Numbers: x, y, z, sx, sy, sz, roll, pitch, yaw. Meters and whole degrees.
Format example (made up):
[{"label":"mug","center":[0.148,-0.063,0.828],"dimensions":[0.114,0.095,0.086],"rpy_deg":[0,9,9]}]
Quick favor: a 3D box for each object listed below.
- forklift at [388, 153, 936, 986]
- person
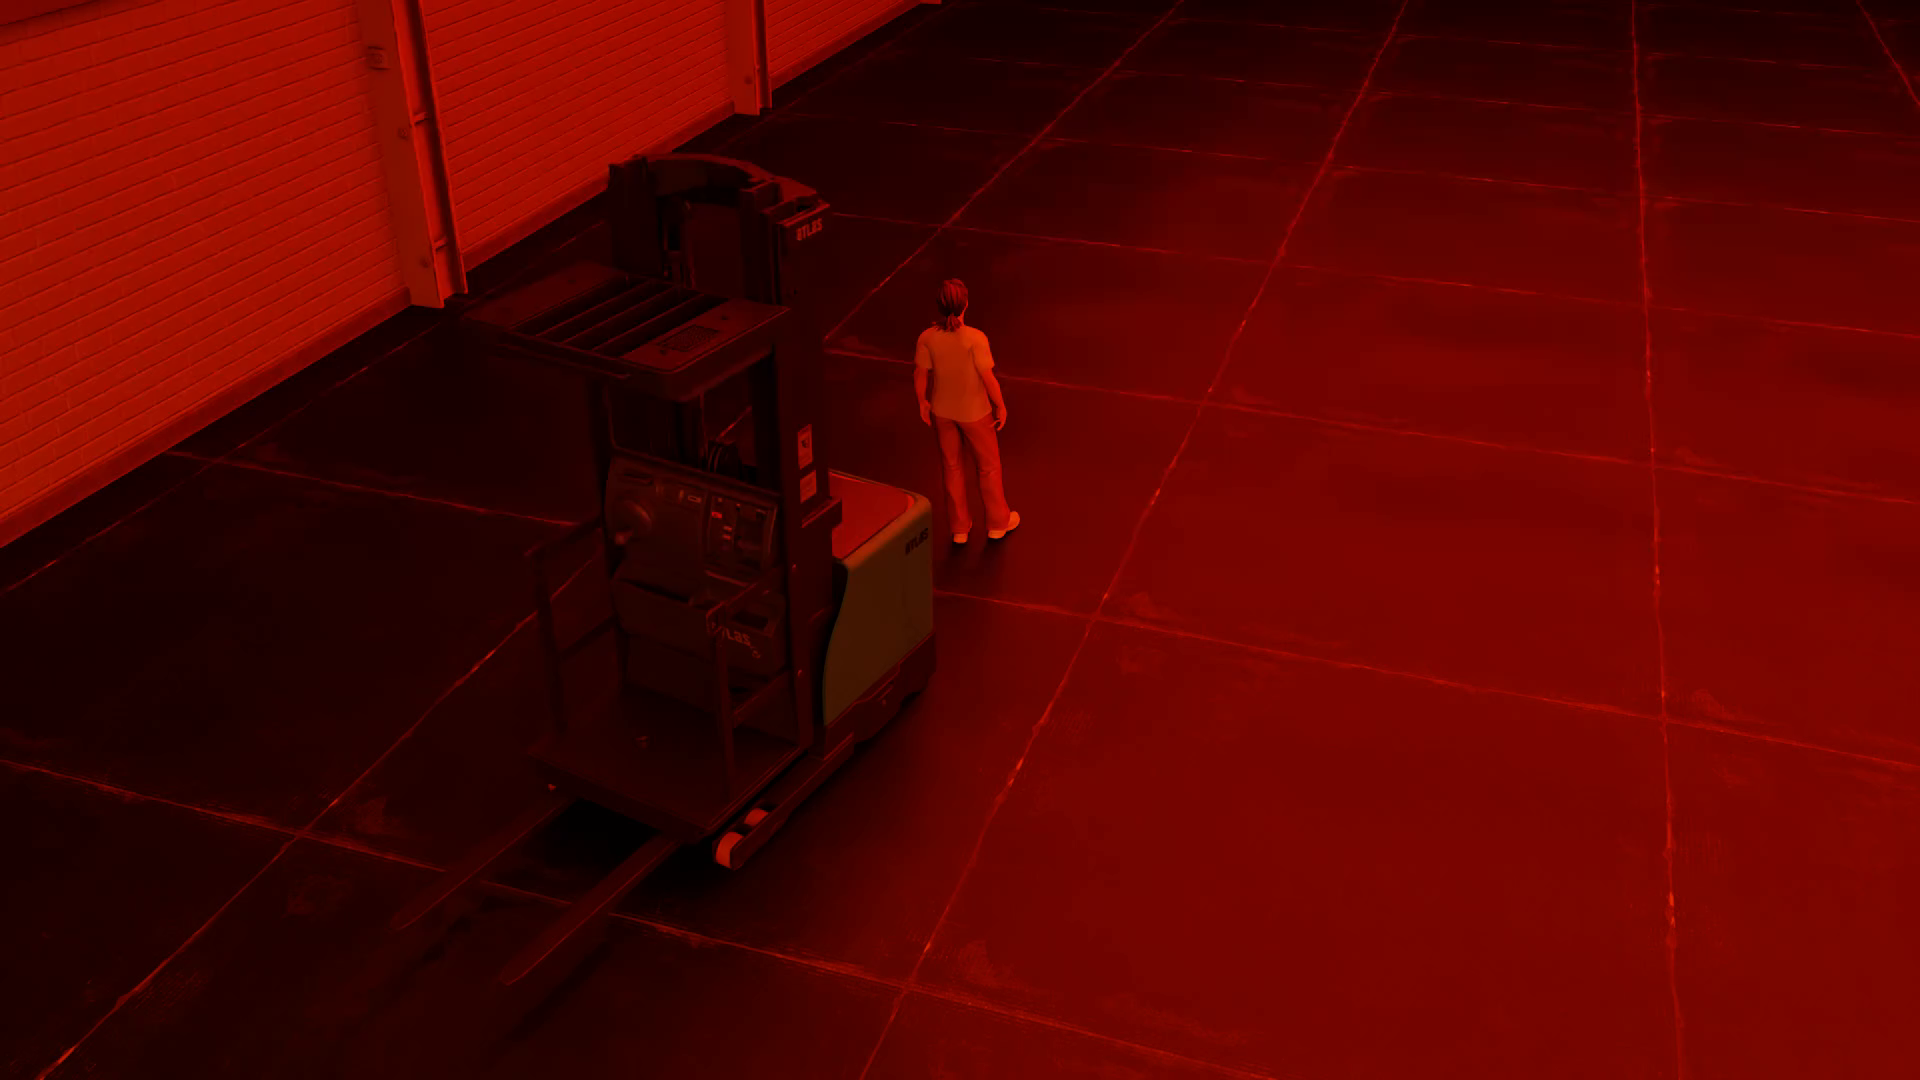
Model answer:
[{"label":"forklift","center":[-1.306,-0.052,7.227],"dimensions":[1.130,2.935,3.031],"rpy_deg":[16,33,26]},{"label":"person","center":[0.035,-0.767,9.735],"dimensions":[0.553,1.675,0.549],"rpy_deg":[10,31,16]}]
